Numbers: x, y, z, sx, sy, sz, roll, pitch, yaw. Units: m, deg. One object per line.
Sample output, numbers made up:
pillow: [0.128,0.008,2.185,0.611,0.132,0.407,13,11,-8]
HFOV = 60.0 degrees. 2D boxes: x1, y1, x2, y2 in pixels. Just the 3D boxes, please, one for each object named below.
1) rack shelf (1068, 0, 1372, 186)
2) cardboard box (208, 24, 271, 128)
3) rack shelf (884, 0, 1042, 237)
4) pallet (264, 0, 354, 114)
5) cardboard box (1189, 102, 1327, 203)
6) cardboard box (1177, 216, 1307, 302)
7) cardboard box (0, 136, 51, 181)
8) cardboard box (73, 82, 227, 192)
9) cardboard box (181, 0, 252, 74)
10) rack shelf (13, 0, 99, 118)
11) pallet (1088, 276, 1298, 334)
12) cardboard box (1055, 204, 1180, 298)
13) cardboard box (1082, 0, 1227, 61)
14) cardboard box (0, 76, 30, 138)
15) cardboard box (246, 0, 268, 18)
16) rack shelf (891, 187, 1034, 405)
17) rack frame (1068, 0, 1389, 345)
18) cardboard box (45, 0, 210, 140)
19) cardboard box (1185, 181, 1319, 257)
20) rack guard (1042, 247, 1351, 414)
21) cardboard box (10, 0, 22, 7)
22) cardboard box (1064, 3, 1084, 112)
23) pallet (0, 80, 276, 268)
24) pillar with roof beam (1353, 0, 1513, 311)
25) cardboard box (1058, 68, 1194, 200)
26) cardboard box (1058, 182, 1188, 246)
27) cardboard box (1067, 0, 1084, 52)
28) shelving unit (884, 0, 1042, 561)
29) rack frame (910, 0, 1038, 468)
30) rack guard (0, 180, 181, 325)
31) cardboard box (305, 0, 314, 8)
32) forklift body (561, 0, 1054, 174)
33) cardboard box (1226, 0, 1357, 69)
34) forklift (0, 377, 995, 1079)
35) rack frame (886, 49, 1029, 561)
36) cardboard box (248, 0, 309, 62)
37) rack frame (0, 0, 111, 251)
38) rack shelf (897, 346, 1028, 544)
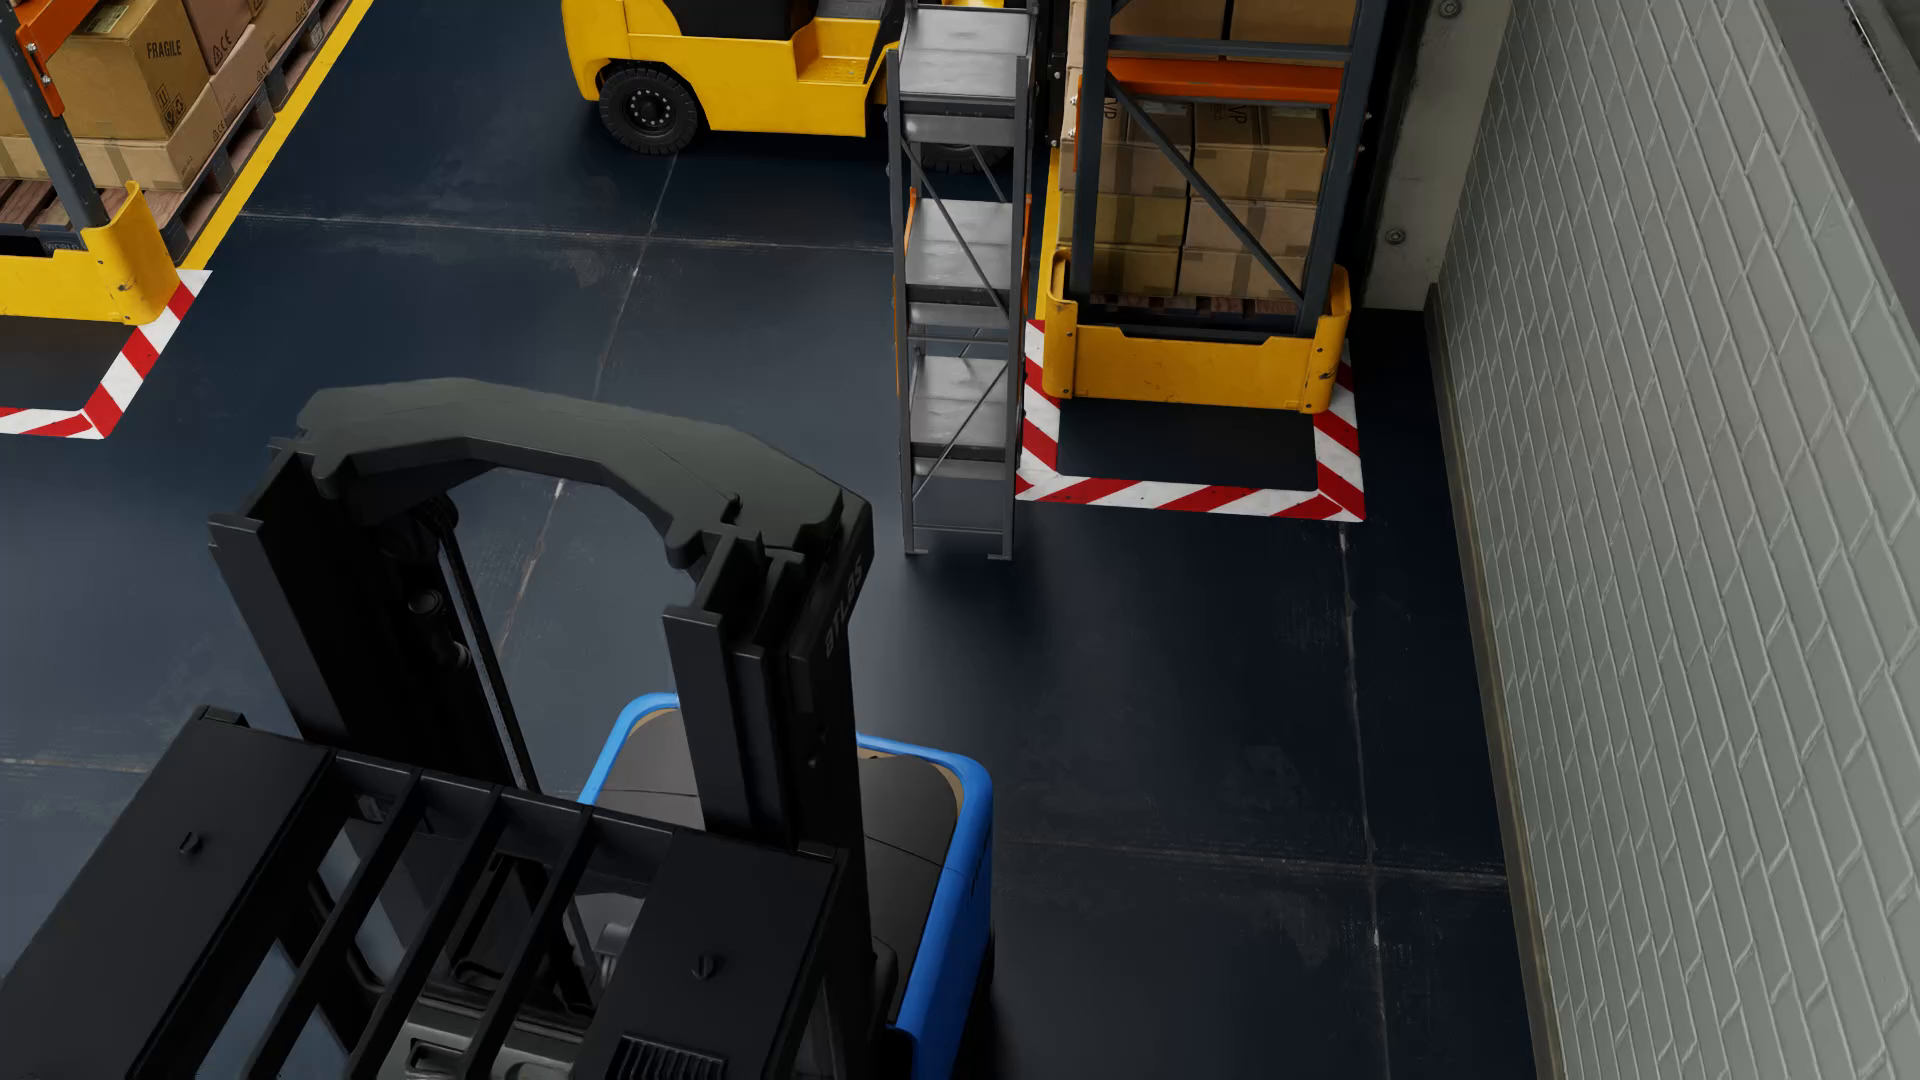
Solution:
rack shelf: [1.114,-2.929,7.383,1.077,0.370,4.000,4,48,4]
cardboard box: [-3.608,-2.195,7.804,0.500,0.250,0.500,5,48,5]
rack shelf: [0.015,-1.293,5.080,0.431,0.518,0.480,4,48,4]
pallet: [-3.782,-2.636,8.518,1.003,0.211,1.213,4,48,4]
cardboard box: [1.164,-1.594,6.576,0.500,0.250,0.500,3,48,3]
cardboard box: [1.171,-1.263,6.952,0.500,0.250,0.500,4,48,4]
cardboard box: [-4.204,-1.876,7.512,0.500,0.250,0.500,4,48,3]
cardboard box: [-3.663,-1.821,7.461,0.500,0.250,0.500,4,48,3]
cardboard box: [-3.618,-2.476,7.552,0.500,0.500,0.500,2,48,2]
rack shelf: [-3.829,-3.260,7.686,1.077,0.370,4.000,4,48,4]
pallet: [0.960,-1.326,7.319,1.003,0.211,1.213,4,48,4]
cardboard box: [0.660,-1.282,6.969,0.500,0.250,0.500,4,48,4]
cardboard box: [0.715,-2.115,6.084,0.500,0.500,0.500,3,48,3]
cardboard box: [-4.198,-2.106,7.214,0.500,0.500,0.500,4,48,4]
cardboard box: [-3.564,-2.844,7.889,0.500,0.500,0.500,5,48,4]
rack shelf: [0.015,-0.821,5.596,0.431,0.518,0.480,4,48,4]
rack frame: [0.932,-1.702,5.774,1.000,3.000,0.127,4,48,4]
cardboard box: [-3.661,-2.091,7.201,0.500,0.500,0.500,2,48,2]
cardboard box: [1.182,-1.416,6.752,0.500,0.250,0.500,5,48,4]
rack guard: [0.930,-0.841,6.680,1.175,0.500,0.348,4,48,4]
cardboard box: [-3.774,-2.184,6.385,0.380,0.149,0.250,4,48,4]
cardboard box: [0.704,-1.988,6.937,0.500,0.250,0.500,5,48,4]
pallet: [-3.895,-1.742,7.700,1.003,0.211,1.213,4,48,4]
pillar with roof beam: [-2.394,-4.467,4.237,9.100,9.000,0.400,4,48,4]
cardboard box: [0.663,-1.612,6.593,0.500,0.250,0.500,5,48,5]
cardboard box: [0.665,-1.463,6.795,0.500,0.250,0.500,3,48,3]
cardboard box: [0.740,-2.359,7.276,0.500,0.250,0.500,4,48,4]
shelving unit: [0.015,-0.830,5.586,0.431,2.100,0.503,4,48,4]
rack frame: [0.037,-1.010,5.750,0.400,2.100,0.015,4,48,4]
rack guard: [-4.005,-1.245,7.050,1.175,0.500,0.348,4,48,4]
cardboard box: [-3.523,-2.968,8.511,0.500,0.250,0.500,5,48,4]
forklift body: [-0.712,-2.932,7.474,2.313,2.155,1.214,4,48,4]
cardboard box: [1.254,-2.081,6.053,0.500,0.500,0.500,5,48,5]
forklift: [-0.762,1.270,3.102,1.130,2.935,3.031,11,48,10]
rack frame: [-0.007,-0.651,5.422,0.400,2.100,0.015,4,48,4]
cardboard box: [-3.571,-2.597,8.172,0.500,0.250,0.500,7,48,6]
rack frame: [-4.011,-2.033,6.077,1.000,3.000,0.127,4,48,4]
rack shelf: [0.015,-0.349,6.113,0.431,0.518,0.480,4,48,4]
